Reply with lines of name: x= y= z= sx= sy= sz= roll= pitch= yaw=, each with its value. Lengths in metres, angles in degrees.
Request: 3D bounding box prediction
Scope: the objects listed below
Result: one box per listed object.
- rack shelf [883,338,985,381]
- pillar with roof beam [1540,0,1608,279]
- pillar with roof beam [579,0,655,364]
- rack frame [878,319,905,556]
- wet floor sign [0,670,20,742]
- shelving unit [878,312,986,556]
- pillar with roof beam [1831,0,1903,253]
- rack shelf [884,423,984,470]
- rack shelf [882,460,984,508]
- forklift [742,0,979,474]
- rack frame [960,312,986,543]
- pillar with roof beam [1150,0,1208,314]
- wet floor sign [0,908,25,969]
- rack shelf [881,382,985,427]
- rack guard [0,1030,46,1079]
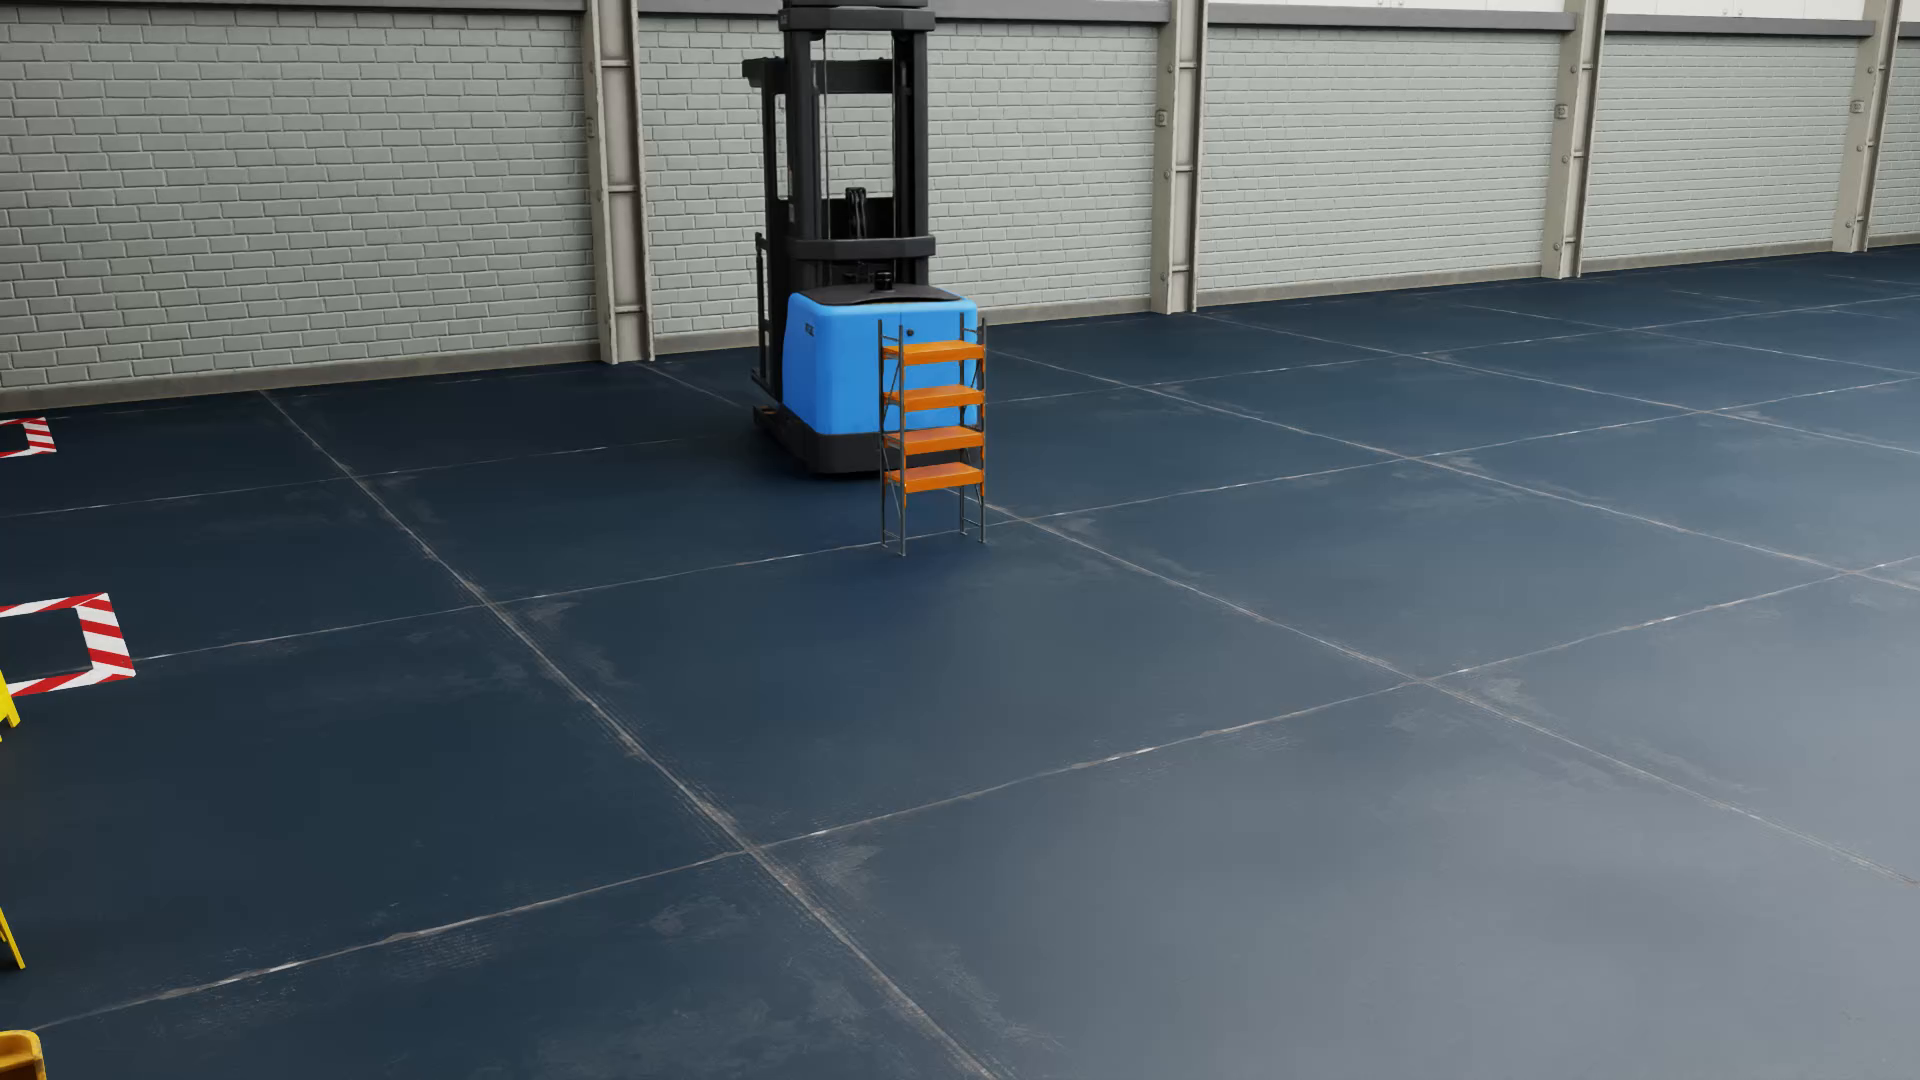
rack shelf: x=-0.142 y=-0.933 z=8.560 sx=0.480 sy=0.148 sz=0.258 roll=-9 pitch=18 yaw=-30
pillar with roof beam: x=9.599 y=-6.579 z=15.707 sx=0.400 sy=9.000 sz=9.100 roll=-9 pitch=18 yaw=-30
pillar with roof beam: x=-0.687 y=-4.911 z=9.756 sx=0.400 sy=9.000 sz=9.100 roll=-9 pitch=18 yaw=-30
rack frame: x=-0.351 y=-0.521 z=8.545 sx=0.015 sy=1.200 sz=0.240 roll=-9 pitch=18 yaw=-30
wet floor sign: x=-3.713 y=0.430 z=6.179 sx=0.232 sy=0.644 sz=0.267 roll=-3 pitch=16 yaw=-11
shelving unit: x=-0.142 y=-0.555 z=8.666 sx=0.503 sy=1.200 sz=0.258 roll=-9 pitch=18 yaw=-30
pillar with roof beam: x=14.742 y=-7.413 z=18.682 sx=0.400 sy=9.000 sz=9.100 roll=-9 pitch=18 yaw=-30
rack shelf: x=-0.142 y=-0.490 z=8.684 sx=0.480 sy=0.148 sz=0.258 roll=-9 pitch=18 yaw=-30
rack shelf: x=-0.142 y=-0.299 z=8.738 sx=0.480 sy=0.148 sz=0.258 roll=-9 pitch=18 yaw=-30
forklift: x=-0.820 y=-2.168 z=11.215 sx=1.130 sy=2.935 sz=3.031 roll=-5 pitch=16 yaw=-17
rack frame: x=0.067 y=-0.589 z=8.787 sx=0.015 sy=1.200 sz=0.240 roll=-9 pitch=18 yaw=-30
pillar with roof beam: x=4.456 y=-5.745 z=12.732 sx=0.400 sy=9.000 sz=9.100 roll=-9 pitch=18 yaw=-30
wet floor sign: x=-2.786 y=0.878 z=4.581 sx=0.232 sy=0.644 sz=0.267 roll=-13 pitch=20 yaw=-39
rack shelf: x=-0.142 y=-0.705 z=8.624 sx=0.480 sy=0.148 sz=0.258 roll=-9 pitch=18 yaw=-30
rack guard: x=-1.770 y=1.407 z=2.964 sx=0.348 sy=0.500 sz=1.175 roll=-9 pitch=18 yaw=-30
